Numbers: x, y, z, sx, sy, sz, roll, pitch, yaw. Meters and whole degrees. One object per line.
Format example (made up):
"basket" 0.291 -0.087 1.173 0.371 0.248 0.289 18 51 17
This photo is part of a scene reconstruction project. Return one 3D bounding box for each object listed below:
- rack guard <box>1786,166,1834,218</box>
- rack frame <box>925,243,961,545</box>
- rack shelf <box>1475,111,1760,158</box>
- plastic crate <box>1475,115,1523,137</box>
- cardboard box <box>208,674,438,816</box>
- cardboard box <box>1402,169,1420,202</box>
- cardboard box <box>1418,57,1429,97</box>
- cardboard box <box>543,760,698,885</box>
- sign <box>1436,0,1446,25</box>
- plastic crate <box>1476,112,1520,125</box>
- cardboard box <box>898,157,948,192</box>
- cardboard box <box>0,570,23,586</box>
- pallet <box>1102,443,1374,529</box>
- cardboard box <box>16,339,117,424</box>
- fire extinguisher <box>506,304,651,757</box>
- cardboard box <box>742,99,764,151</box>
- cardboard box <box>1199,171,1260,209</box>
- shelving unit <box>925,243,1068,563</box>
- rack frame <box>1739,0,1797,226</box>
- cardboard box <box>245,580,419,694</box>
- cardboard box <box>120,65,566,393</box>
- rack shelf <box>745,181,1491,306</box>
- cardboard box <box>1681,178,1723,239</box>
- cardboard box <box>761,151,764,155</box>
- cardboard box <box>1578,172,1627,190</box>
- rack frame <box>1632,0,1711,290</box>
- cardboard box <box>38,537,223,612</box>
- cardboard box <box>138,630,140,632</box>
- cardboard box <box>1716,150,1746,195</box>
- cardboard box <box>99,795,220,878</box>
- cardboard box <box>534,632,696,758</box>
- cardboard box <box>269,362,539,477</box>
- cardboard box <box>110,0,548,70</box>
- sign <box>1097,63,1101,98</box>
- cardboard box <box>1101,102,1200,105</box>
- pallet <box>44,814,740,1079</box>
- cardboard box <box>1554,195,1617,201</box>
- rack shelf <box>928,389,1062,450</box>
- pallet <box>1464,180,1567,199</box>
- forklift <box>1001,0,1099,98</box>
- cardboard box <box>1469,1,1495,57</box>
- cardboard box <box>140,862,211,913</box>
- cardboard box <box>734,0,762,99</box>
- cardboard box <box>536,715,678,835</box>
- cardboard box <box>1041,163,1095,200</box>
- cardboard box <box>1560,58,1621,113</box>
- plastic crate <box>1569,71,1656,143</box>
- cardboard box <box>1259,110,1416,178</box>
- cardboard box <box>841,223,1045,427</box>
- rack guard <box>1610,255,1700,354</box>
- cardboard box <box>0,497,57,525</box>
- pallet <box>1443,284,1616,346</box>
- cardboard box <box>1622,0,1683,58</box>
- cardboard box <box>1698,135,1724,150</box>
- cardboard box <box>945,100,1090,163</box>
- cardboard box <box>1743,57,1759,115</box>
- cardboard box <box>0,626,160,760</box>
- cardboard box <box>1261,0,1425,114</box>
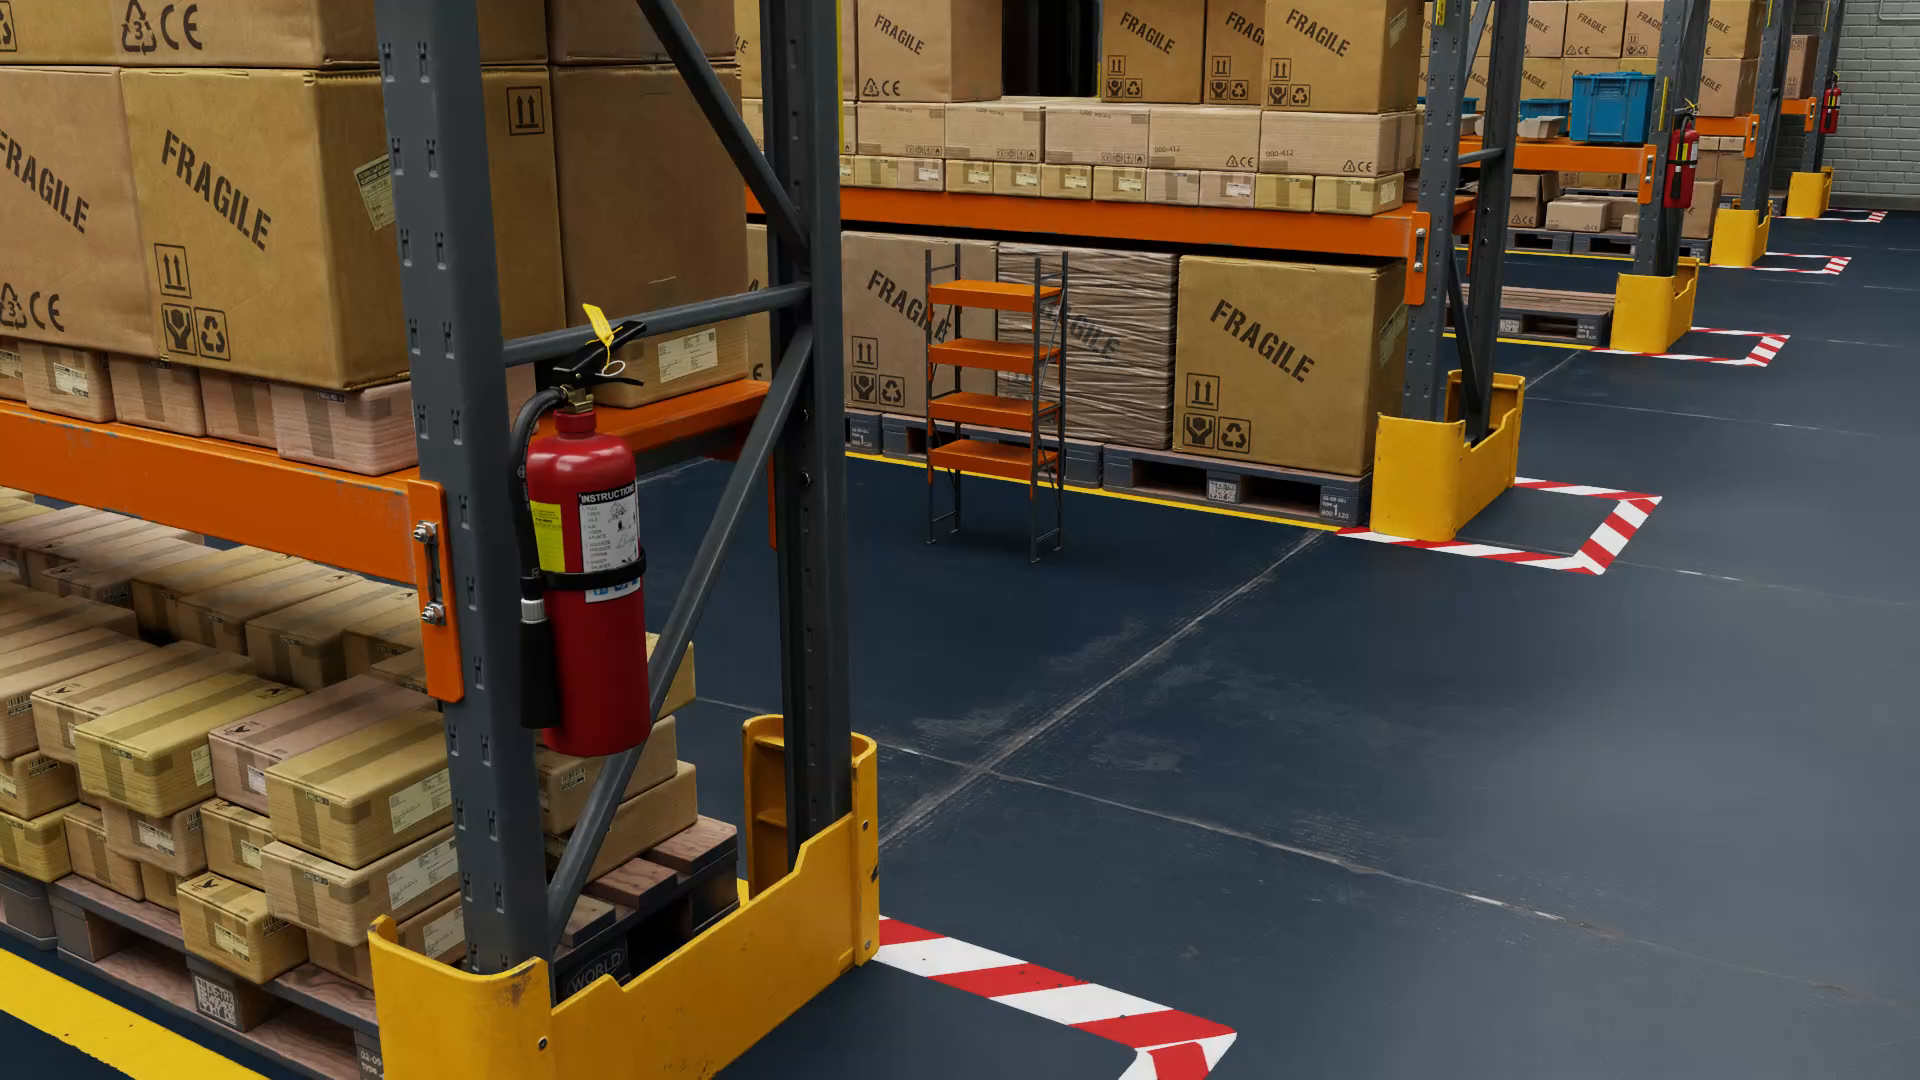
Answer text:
"rack guard" 9.932 -4.073 19.428 0.348 0.500 1.175 10 20 30
"rack frame" -0.067 -0.586 6.746 0.015 1.200 0.240 10 20 30
"rack shelf" 5.618 -4.005 16.142 4.000 0.370 1.077 10 20 30
"plastic crate" 3.698 -2.848 11.447 0.243 0.136 0.396 10 20 30
"cardboard box" -1.315 0.429 3.466 0.250 0.149 0.380 11 20 31
"cardboard box" 2.005 -1.607 7.445 0.250 0.149 0.380 10 20 31
"cardboard box" 4.644 -4.479 16.294 0.500 0.500 0.500 11 20 31
"cardboard box" -0.826 0.625 3.844 0.250 0.149 0.380 11 20 31
"sign" 1.839 -2.127 6.323 0.005 0.325 0.100 10 20 30
"plastic crate" 3.881 -3.013 11.989 0.298 0.136 0.250 10 20 30
"cardboard box" -0.091 -1.756 7.933 0.250 0.149 0.380 10 20 31
"cardboard box" -2.642 0.192 4.248 0.250 0.149 0.380 9 19 28
"pallet" 1.413 -0.360 7.703 1.213 0.211 1.003 10 20 30
"cardboard box" -1.616 -0.353 3.314 0.250 0.149 0.380 11 20 32
"fire extinguisher" -0.574 -0.011 2.531 0.183 0.674 0.296 10 20 30
"cardboard box" -1.010 -2.135 8.494 0.500 0.250 0.500 10 19 29
"cardboard box" 1.222 -1.522 7.164 0.250 0.149 0.380 10 20 30
"shelving unit" 0.141 -0.549 6.624 0.503 1.200 0.258 10 20 30
"rack frame" 7.323 -4.045 15.036 0.127 3.000 1.000 10 20 30
"cardboard box" -1.516 0.236 4.101 0.250 0.149 0.380 9 19 27
"cardboard box" -1.064 -0.574 2.925 0.500 0.500 0.500 11 20 31
"rack shelf" 0.431 -1.552 8.067 4.000 0.370 1.077 10 20 30
"cardboard box" 6.730 -3.081 15.407 0.500 0.500 0.500 10 20 30
"cardboard box" -0.972 -1.913 8.450 0.250 0.149 0.380 9 19 28
"cardboard box" 7.949 -4.591 20.411 0.500 0.500 0.700 11 20 31
"rack frame" 4.727 -2.819 10.999 0.127 3.000 1.000 10 20 30
"cardboard box" -2.212 0.126 4.465 0.250 0.149 0.380 10 20 30
"cardboard box" -2.233 0.270 4.501 0.250 0.149 0.380 11 20 33
"cardboard box" 9.263 -4.359 19.648 0.500 0.500 0.700 10 20 30
"cardboard box" -1.590 0.554 3.568 0.250 0.149 0.380 9 19 28
"cardboard box" -0.816 0.336 3.774 0.250 0.149 0.380 9 19 28
"cardboard box" -0.973 -0.238 2.937 0.250 0.149 0.380 10 20 30
"cardboard box" -1.067 -1.056 2.791 0.500 0.500 0.500 10 19 29
"sign" 1.029 -3.424 12.515 0.005 0.325 0.100 10 20 30
"cardboard box" 0.995 -1.957 7.910 0.500 0.250 0.500 9 19 28
"pallet" -1.285 0.811 3.847 1.213 0.211 1.003 10 20 30
"cardboard box" 6.156 -3.245 16.376 0.500 0.250 0.500 10 20 30
"rack shelf" 0.141 -0.485 6.643 0.480 0.148 0.258 10 20 30
"pallet" 7.110 -4.411 21.041 1.213 0.211 1.003 10 20 30
"forklift" 0.015 -2.519 10.130 3.031 2.935 1.130 10 20 31
"cardboard box" 5.046 -4.882 15.898 0.500 0.500 0.500 9 19 28
"cardboard box" -1.557 0.680 3.663 0.250 0.149 0.380 10 20 30
"cardboard box" -0.999 -2.494 8.385 0.500 0.500 0.500 10 20 30
"cardboard box" -0.859 0.499 3.749 0.250 0.149 0.380 11 20 32
"cardboard box" 0.567 -1.639 7.547 0.250 0.149 0.380 10 20 30
"cardboard box" 5.932 -4.249 15.535 0.500 0.500 0.500 10 20 30
"plastic crate" 4.344 -2.869 11.001 0.499 0.435 0.616 10 20 30
"cardboard box" 1.583 -1.671 6.966 0.500 0.250 0.500 10 19 29
"cardboard box" 0.014 -1.128 8.366 0.875 0.875 0.875 10 20 30
"rack guard" 4.754 -1.622 11.361 0.348 0.500 1.175 10 20 30
"cardboard box" -2.881 0.005 4.864 0.250 0.149 0.380 11 20 32
"pallet" 4.045 -1.619 11.849 1.213 0.211 1.003 10 20 30
"cardboard box" 6.368 -4.647 15.127 0.500 0.500 0.500 11 20 32
"cardboard box" 8.840 -4.682 19.597 0.250 0.149 0.380 11 20 32
"cardboard box" 0.271 -1.903 7.733 0.500 0.250 0.500 10 20 30
"cardboard box" 7.082 -4.225 15.459 0.500 0.500 0.500 11 20 31
"cardboard box" -2.047 0.339 3.762 0.250 0.149 0.380 11 20 32
"cardboard box" 1.582 -2.030 6.860 0.500 0.500 0.500 10 20 31
